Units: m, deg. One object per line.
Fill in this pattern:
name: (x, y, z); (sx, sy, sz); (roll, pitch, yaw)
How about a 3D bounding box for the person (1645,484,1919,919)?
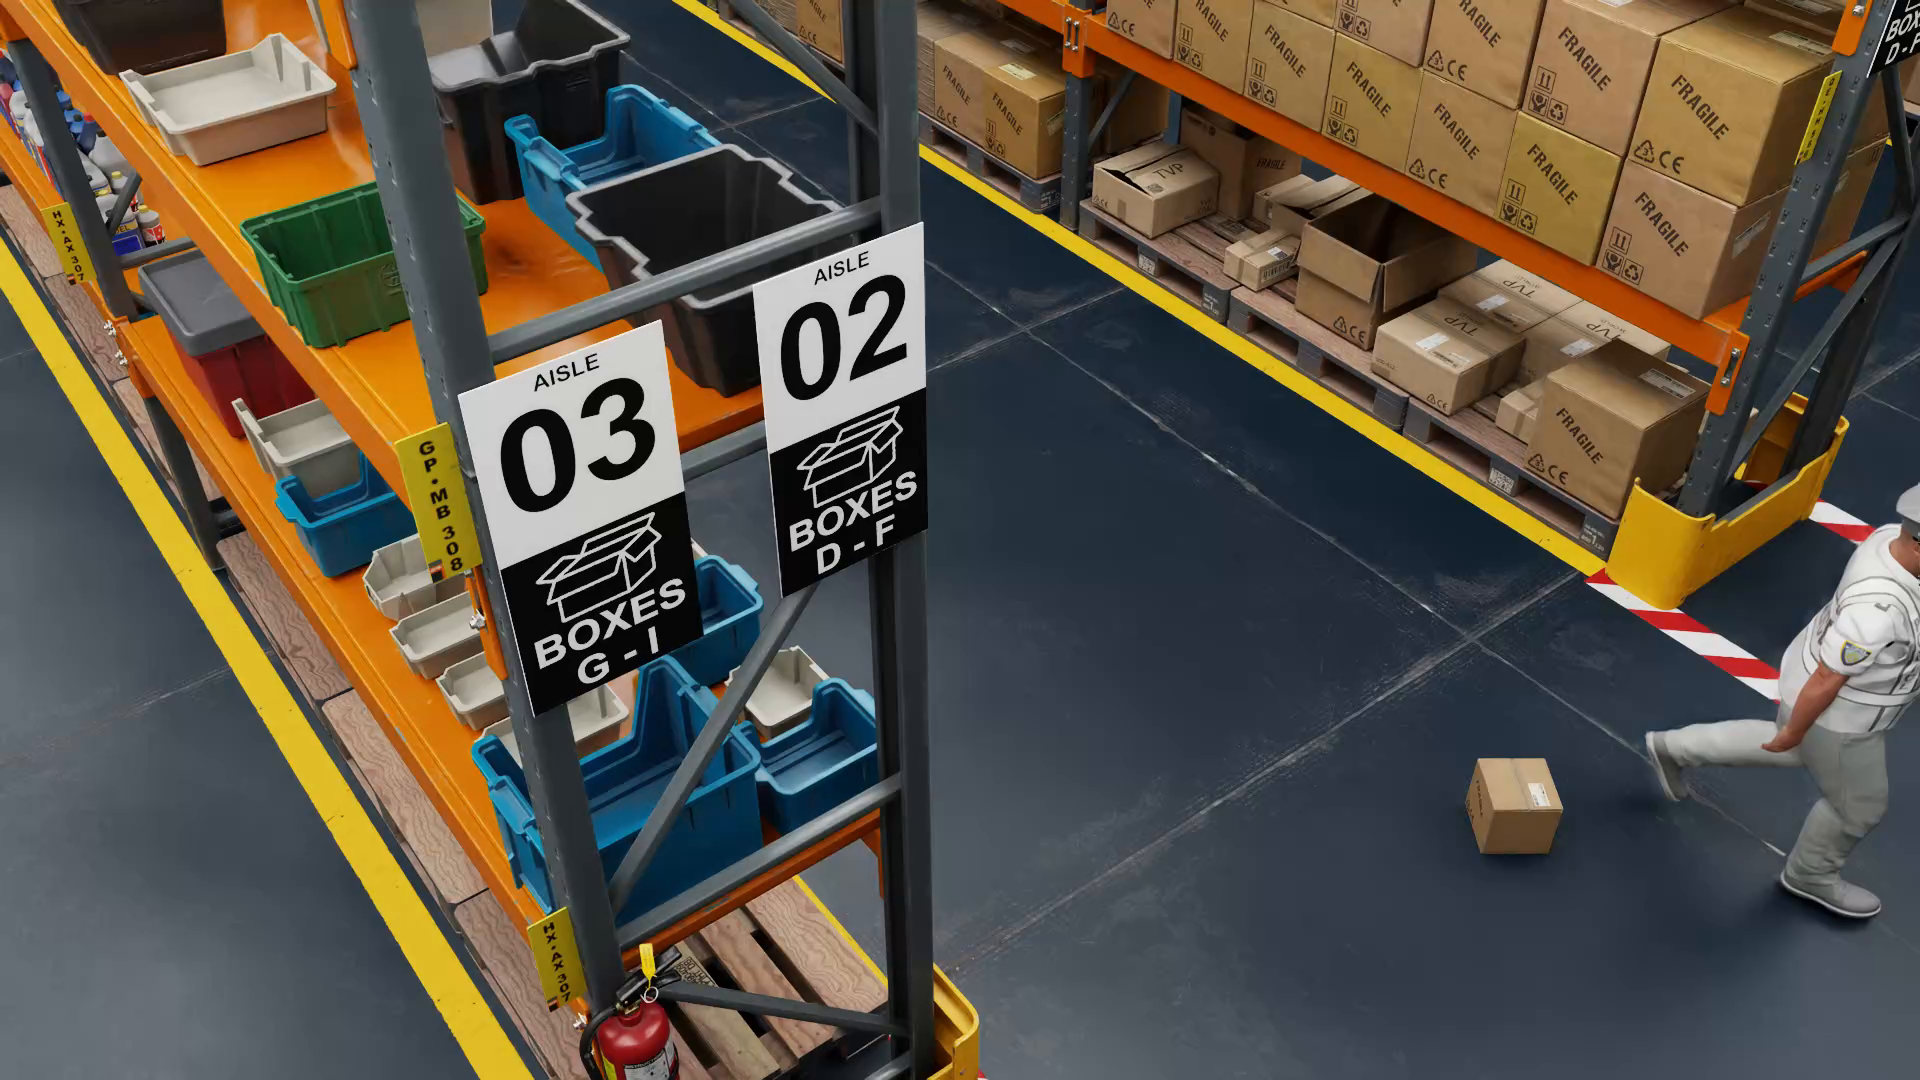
person: (2.884, 0.485, 5.549); (0.906, 1.713, 0.536); (19, 44, 21)
